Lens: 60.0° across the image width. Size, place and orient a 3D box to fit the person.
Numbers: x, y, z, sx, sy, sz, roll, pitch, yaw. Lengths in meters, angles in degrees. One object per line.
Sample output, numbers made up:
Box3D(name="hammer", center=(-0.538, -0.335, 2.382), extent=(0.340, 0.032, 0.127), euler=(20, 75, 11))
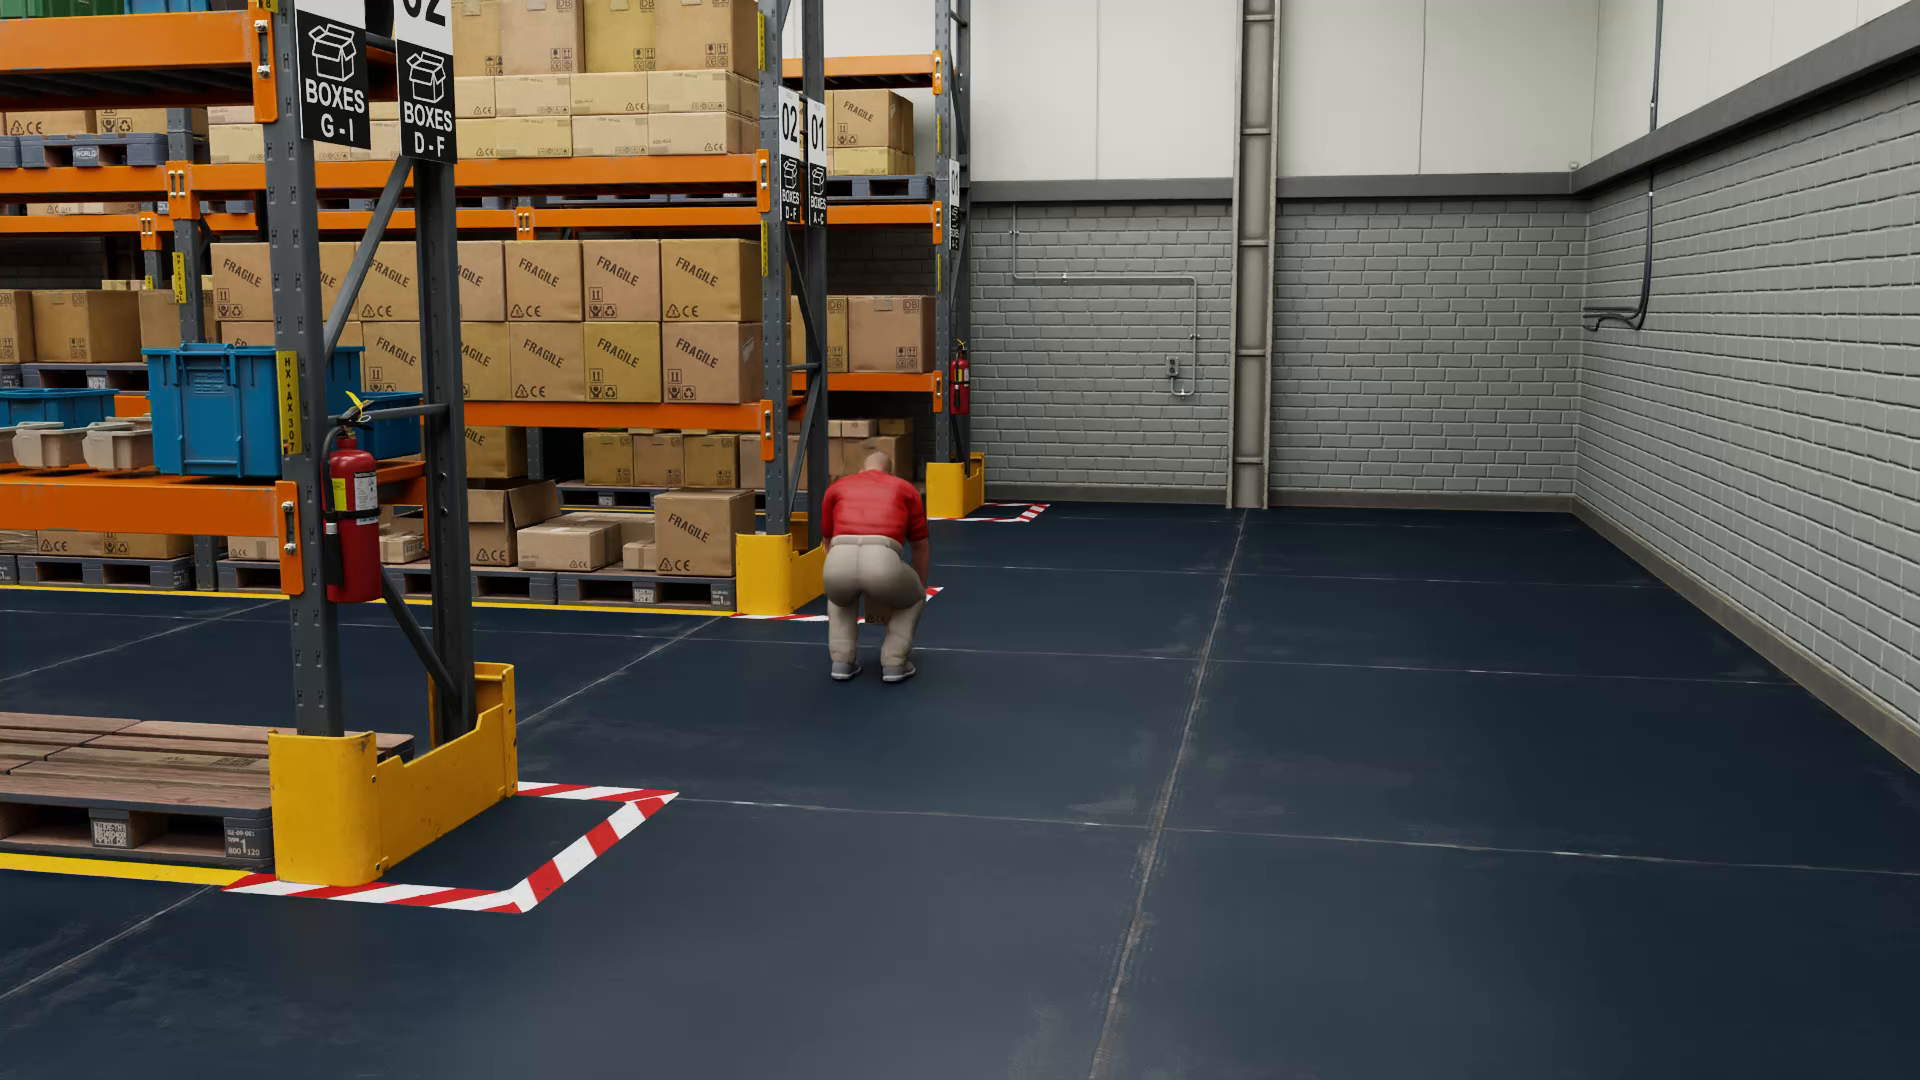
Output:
Box3D(name="person", center=(-0.452, 0.139, 8.580), extent=(0.523, 0.997, 0.794), euler=(2, 8, 11))
